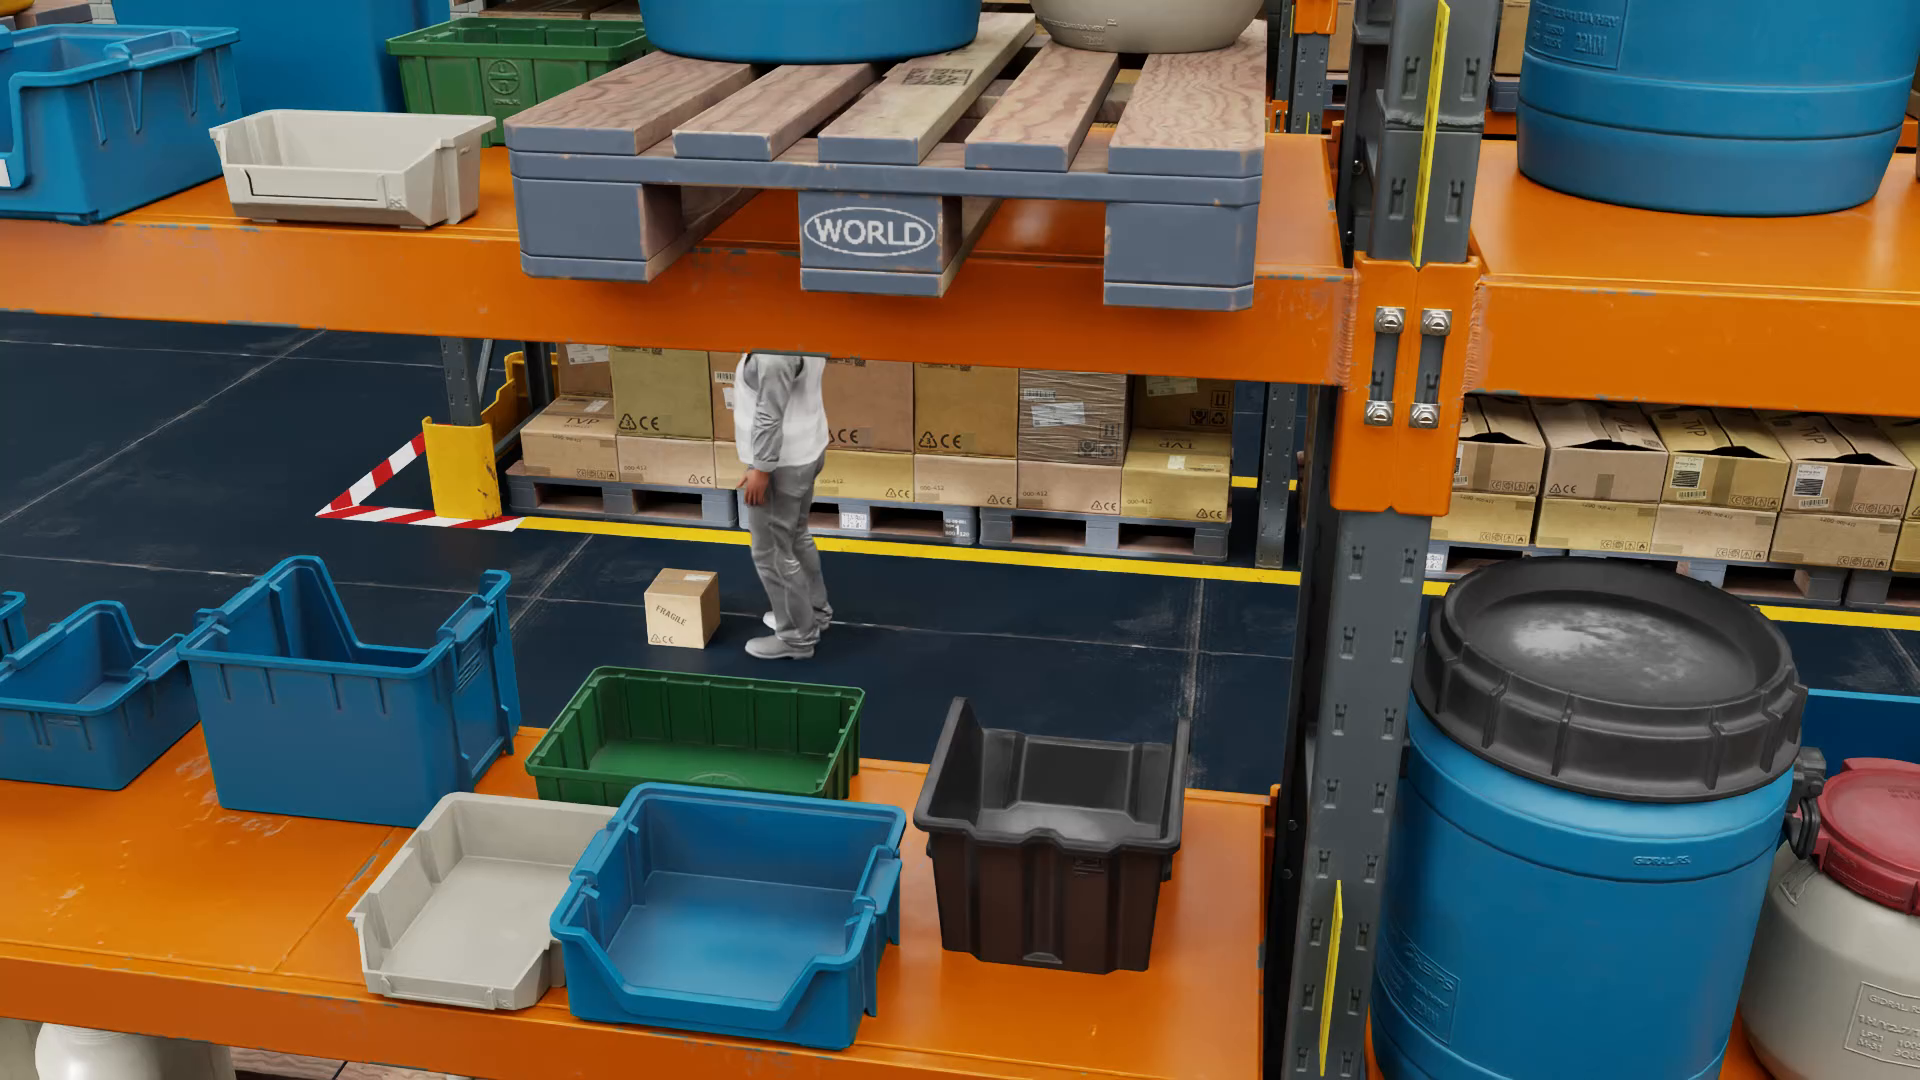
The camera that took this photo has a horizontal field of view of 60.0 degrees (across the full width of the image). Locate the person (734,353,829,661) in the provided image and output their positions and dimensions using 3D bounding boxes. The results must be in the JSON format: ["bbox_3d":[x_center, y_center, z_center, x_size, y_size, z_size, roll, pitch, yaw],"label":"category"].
[{"bbox_3d":[-0.728,-0.356,6.862,0.357,1.764,0.445,4,25,10],"label":"person"}]
